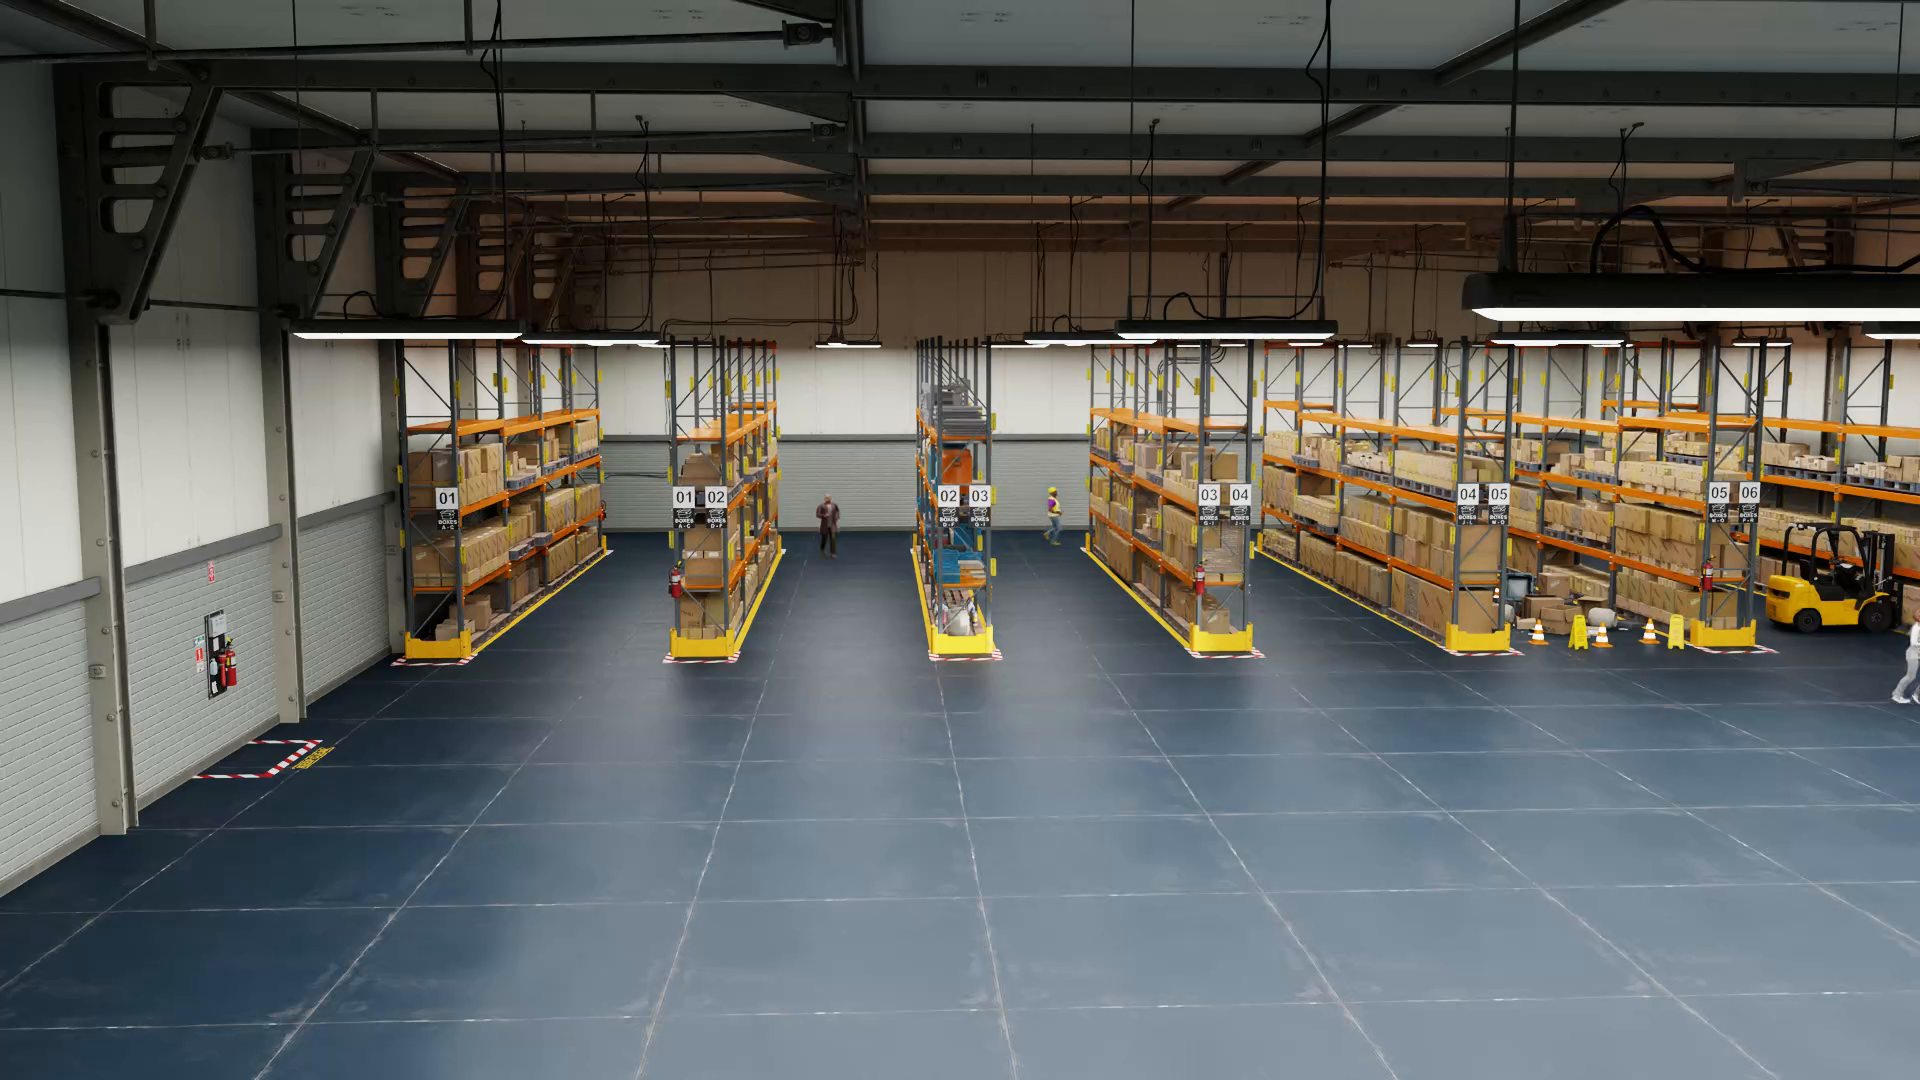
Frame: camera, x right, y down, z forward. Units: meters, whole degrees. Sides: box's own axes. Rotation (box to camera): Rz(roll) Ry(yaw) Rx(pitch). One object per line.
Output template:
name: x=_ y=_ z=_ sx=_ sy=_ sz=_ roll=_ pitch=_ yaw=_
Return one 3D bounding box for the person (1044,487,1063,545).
person: x=2.759 y=-0.700 z=49.037 sx=0.605 sy=1.718 sz=0.697 roll=1 pitch=7 yaw=9

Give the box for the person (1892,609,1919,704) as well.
person: x=15.382 y=1.904 z=26.717 sx=0.525 sy=1.613 sz=0.681 roll=-5 pitch=8 yaw=-36

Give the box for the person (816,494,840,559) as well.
person: x=-3.630 y=-0.395 z=45.897 sx=0.713 sy=1.748 sz=1.070 roll=-2 pitch=7 yaw=-16
